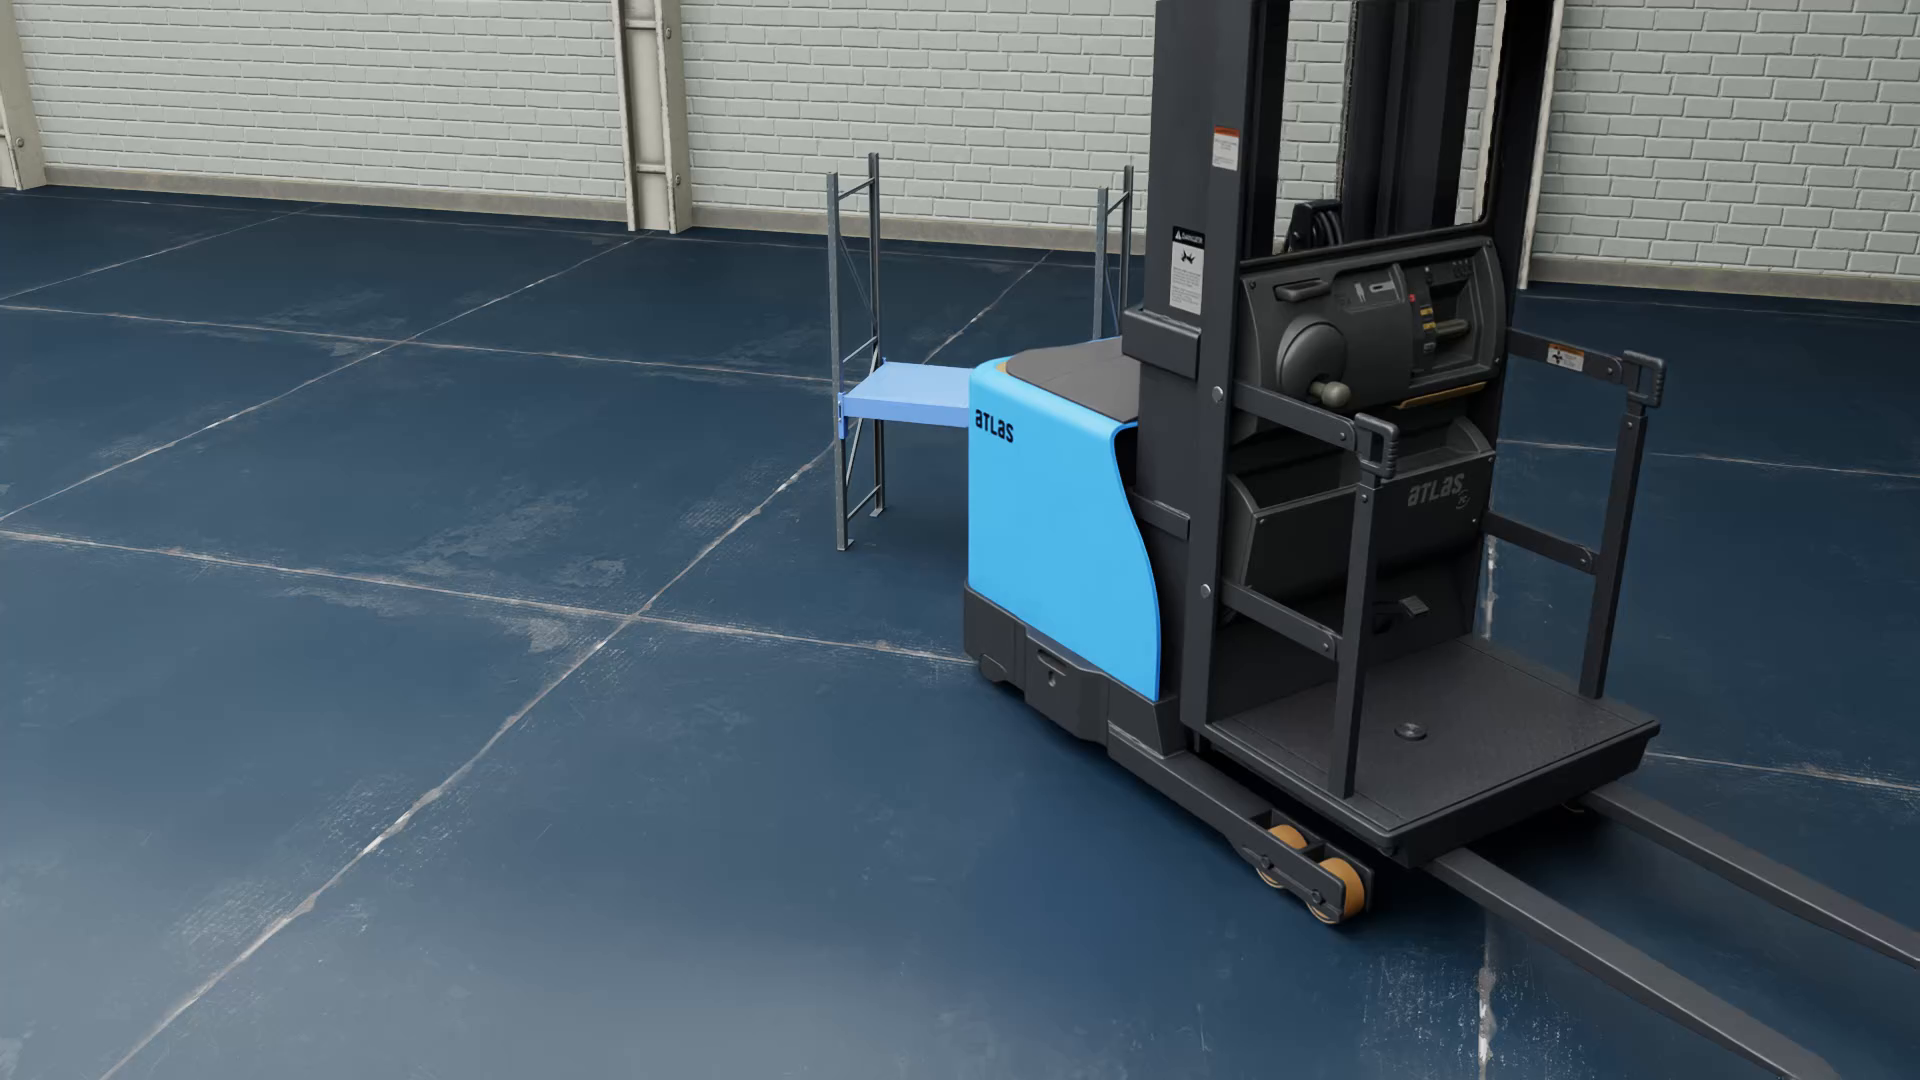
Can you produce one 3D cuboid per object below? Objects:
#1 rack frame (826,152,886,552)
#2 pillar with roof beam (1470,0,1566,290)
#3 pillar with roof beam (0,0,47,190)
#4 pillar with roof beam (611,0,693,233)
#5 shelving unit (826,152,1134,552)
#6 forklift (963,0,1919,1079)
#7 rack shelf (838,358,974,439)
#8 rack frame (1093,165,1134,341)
[{"bbox_3d":[-0.405,-0.740,6.598,0.032,1.500,0.500,7,23,16],"label":"rack frame"},{"bbox_3d":[2.257,-4.285,5.359,0.400,9.000,9.100,7,23,16],"label":"pillar with roof beam"},{"bbox_3d":[-9.231,-5.600,8.566,0.400,9.000,9.100,7,23,16],"label":"pillar with roof beam"},{"bbox_3d":[-3.487,-4.943,6.962,0.400,9.000,9.100,7,23,16],"label":"pillar with roof beam"},{"bbox_3d":[0.082,-0.685,6.463,1.048,1.500,0.538,7,23,16],"label":"shelving unit"},{"bbox_3d":[1.238,-0.562,4.278,1.130,2.935,3.031,-14,26,-30],"label":"forklift"},{"bbox_3d":[0.082,-0.518,6.531,1.000,0.185,0.538,7,23,16],"label":"rack shelf"},{"bbox_3d":[0.568,-0.629,6.327,0.032,1.500,0.500,7,23,16],"label":"rack frame"}]
